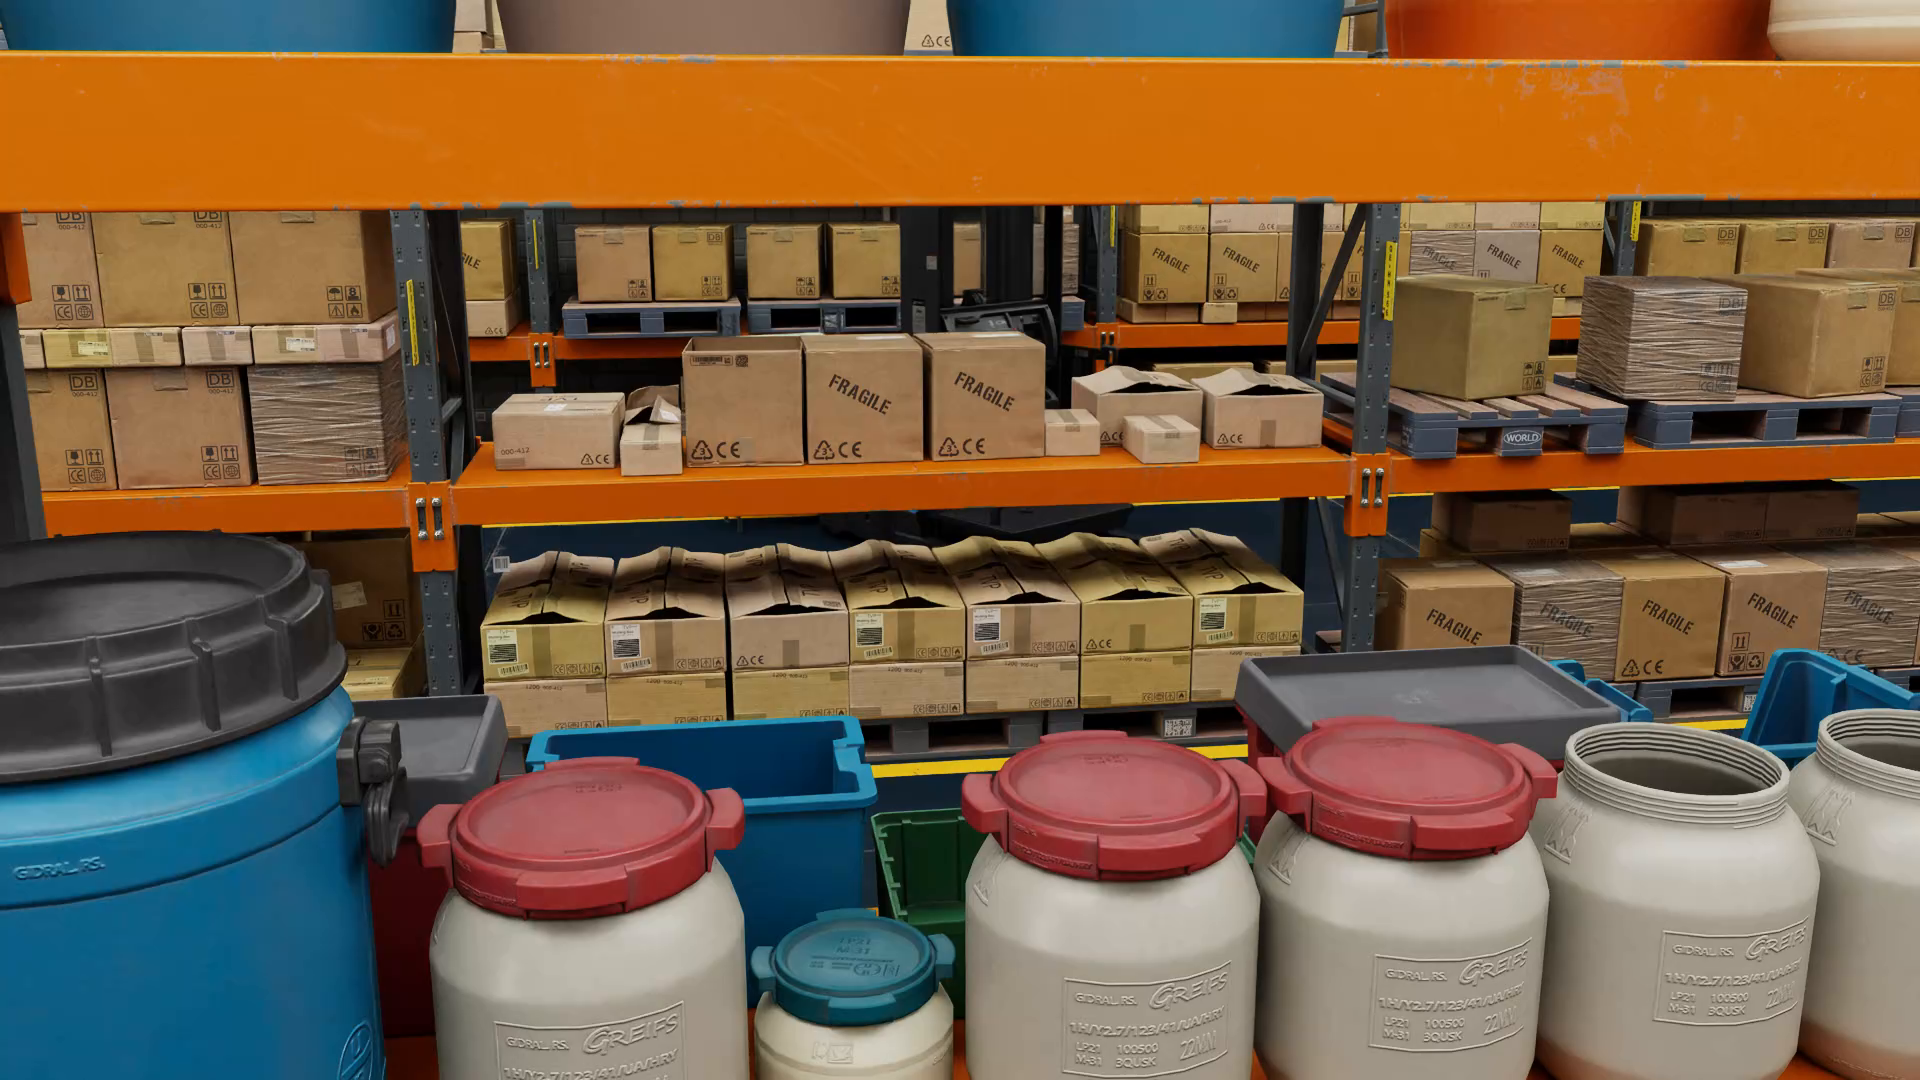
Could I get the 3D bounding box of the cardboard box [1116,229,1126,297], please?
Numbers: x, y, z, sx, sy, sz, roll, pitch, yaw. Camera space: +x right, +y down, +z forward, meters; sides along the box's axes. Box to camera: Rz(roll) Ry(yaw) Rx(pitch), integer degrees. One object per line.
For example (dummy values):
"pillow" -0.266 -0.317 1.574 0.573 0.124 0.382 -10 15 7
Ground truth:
"cardboard box" 1.420 -2.143 12.741 0.500 0.500 0.500 -2 14 -8

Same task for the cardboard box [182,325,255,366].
"cardboard box" -2.961 -0.806 6.732 0.250 0.149 0.380 -3 14 -10

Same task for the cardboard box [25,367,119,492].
"cardboard box" -3.676 -0.516 6.908 0.500 0.500 0.700 -2 14 -7

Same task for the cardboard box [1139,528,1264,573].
"cardboard box" 1.173 0.138 8.141 0.500 0.311 0.500 -2 14 -6

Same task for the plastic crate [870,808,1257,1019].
"plastic crate" 0.193 0.640 2.938 0.662 0.188 0.450 -2 14 -8

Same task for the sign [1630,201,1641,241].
"sign" 5.038 -2.398 12.398 0.005 0.325 0.100 -2 14 -8

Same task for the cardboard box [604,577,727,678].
"cardboard box" -1.280 0.363 7.245 0.500 0.311 0.500 -2 14 -9

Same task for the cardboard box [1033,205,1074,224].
"cardboard box" 0.656 -2.416 12.247 0.250 0.149 0.380 -4 15 -16

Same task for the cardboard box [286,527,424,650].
"cardboard box" -2.726 0.185 7.567 0.500 0.500 0.500 -2 14 -8

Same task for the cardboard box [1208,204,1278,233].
"cardboard box" 2.011 -2.400 12.225 0.500 0.250 0.500 -2 14 -9

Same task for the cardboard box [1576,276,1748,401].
"cardboard box" 3.273 -0.958 7.805 0.500 0.500 0.700 1 14 2

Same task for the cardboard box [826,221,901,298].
"cardboard box" -0.699 -2.052 12.126 0.500 0.500 0.700 -2 14 -8

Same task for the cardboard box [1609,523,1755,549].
"cardboard box" 3.654 0.201 8.487 0.500 0.500 0.500 -3 14 -10

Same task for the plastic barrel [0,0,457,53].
"plastic barrel" -1.016 -1.100 2.246 0.708 0.901 0.600 -2 14 -8

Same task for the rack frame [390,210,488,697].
"rack frame" -2.221 -0.523 7.142 0.127 3.000 1.000 -2 14 -8

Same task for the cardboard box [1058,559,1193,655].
"cardboard box" 0.740 0.288 7.542 0.500 0.311 0.500 -2 14 -9

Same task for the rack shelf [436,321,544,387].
"rack shelf" -4.940 -1.293 11.691 4.000 0.370 1.077 -2 14 -8

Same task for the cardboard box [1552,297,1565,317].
"cardboard box" 4.410 -1.797 12.697 0.250 0.149 0.380 -2 14 -7

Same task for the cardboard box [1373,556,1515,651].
"cardboard box" 2.227 0.383 7.762 0.500 0.500 0.500 -1 14 -6

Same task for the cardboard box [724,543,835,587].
"cardboard box" -0.856 0.213 7.841 0.500 0.311 0.500 -2 14 -8

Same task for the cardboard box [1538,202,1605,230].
"cardboard box" 4.524 -2.492 12.594 0.500 0.250 0.500 -2 14 -7

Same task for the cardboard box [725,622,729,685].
"cardboard box" -1.354 0.504 7.835 0.500 0.250 0.500 -2 14 -9

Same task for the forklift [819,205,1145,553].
"forklift" 0.401 -1.291 10.342 1.130 2.935 3.031 -13 19 -41

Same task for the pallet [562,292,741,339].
"pallet" -2.185 -1.614 11.887 1.213 0.211 1.003 -2 14 -8

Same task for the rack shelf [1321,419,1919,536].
"rack shelf" 3.712 -0.392 8.096 4.000 0.370 1.077 -2 14 -8

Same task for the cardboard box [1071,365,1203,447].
"cardboard box" 0.821 -0.639 7.787 0.500 0.311 0.500 -2 14 -9

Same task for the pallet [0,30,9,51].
"pallet" -3.061 -1.898 6.640 1.213 0.211 1.003 -2 14 -8

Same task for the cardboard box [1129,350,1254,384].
"cardboard box" 1.739 -1.016 12.661 0.750 0.750 0.750 -2 14 -9

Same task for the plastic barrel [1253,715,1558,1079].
"plastic barrel" 0.645 0.578 2.470 0.433 0.535 0.433 0 14 0

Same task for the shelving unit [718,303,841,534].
"shelving unit" -1.235 -0.850 11.513 0.755 1.500 0.431 -6 16 -22

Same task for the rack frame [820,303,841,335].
"rack frame" -0.898 -0.884 11.650 0.023 1.500 0.400 -6 16 -22

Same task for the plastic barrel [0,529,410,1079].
"plastic barrel" -1.060 0.484 2.095 0.708 0.901 0.600 -2 14 -8

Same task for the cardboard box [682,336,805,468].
"cardboard box" -0.938 -0.615 7.301 0.500 0.500 0.500 -1 14 -4

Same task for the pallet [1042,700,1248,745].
"pallet" 0.914 0.705 7.977 1.213 0.211 1.003 -2 14 -8

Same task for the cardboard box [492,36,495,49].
"cardboard box" -3.485 -3.271 11.684 0.500 0.500 0.500 -2 14 -6

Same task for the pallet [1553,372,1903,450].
"pallet" 3.657 -0.647 8.029 1.213 0.211 1.003 -2 14 -8

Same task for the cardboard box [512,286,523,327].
"cardboard box" -3.459 -1.686 12.046 0.500 0.250 0.500 -2 14 -8

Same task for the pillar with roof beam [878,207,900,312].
"pillar with roof beam" 0.220 -3.895 8.253 0.400 9.000 9.100 -2 14 -8

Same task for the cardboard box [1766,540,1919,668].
"cardboard box" 4.258 0.307 8.067 0.500 0.500 0.500 -2 14 -8

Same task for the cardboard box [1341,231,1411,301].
"cardboard box" 3.035 -2.073 12.465 0.500 0.500 0.500 -2 14 -7

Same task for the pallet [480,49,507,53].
"pallet" -1.351 -1.920 6.940 1.217 0.209 0.805 -3 14 -11

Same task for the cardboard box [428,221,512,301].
"cardboard box" -3.384 -1.924 11.452 0.500 0.500 0.500 -2 14 -8

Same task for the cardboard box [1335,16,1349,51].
"cardboard box" 2.529 -3.657 12.360 0.500 0.500 0.700 -1 14 -5

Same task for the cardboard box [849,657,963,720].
"cardboard box" -0.265 0.596 7.468 0.500 0.250 0.500 -2 14 -7

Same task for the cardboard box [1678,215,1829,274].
"cardboard box" 6.209 -2.191 13.175 0.700 0.700 0.980 -2 14 -10

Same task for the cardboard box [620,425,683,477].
"cardboard box" -1.314 -0.384 7.104 0.250 0.149 0.380 -2 14 -8

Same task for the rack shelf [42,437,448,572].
"rack shelf" -4.199 -0.102 6.940 4.000 0.370 1.077 -2 14 -8

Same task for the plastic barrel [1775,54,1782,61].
"plastic barrel" 1.624 -1.197 2.632 0.600 0.901 0.600 0 14 0

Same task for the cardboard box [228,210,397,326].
"cardboard box" -2.659 -1.183 6.902 0.500 0.500 0.700 -2 14 -8

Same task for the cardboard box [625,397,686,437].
"cardboard box" -2.237 -0.746 12.265 0.500 0.500 0.700 -2 14 -6

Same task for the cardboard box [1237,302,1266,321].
"cardboard box" 2.109 -1.739 12.464 0.250 0.149 0.380 -2 14 -9
